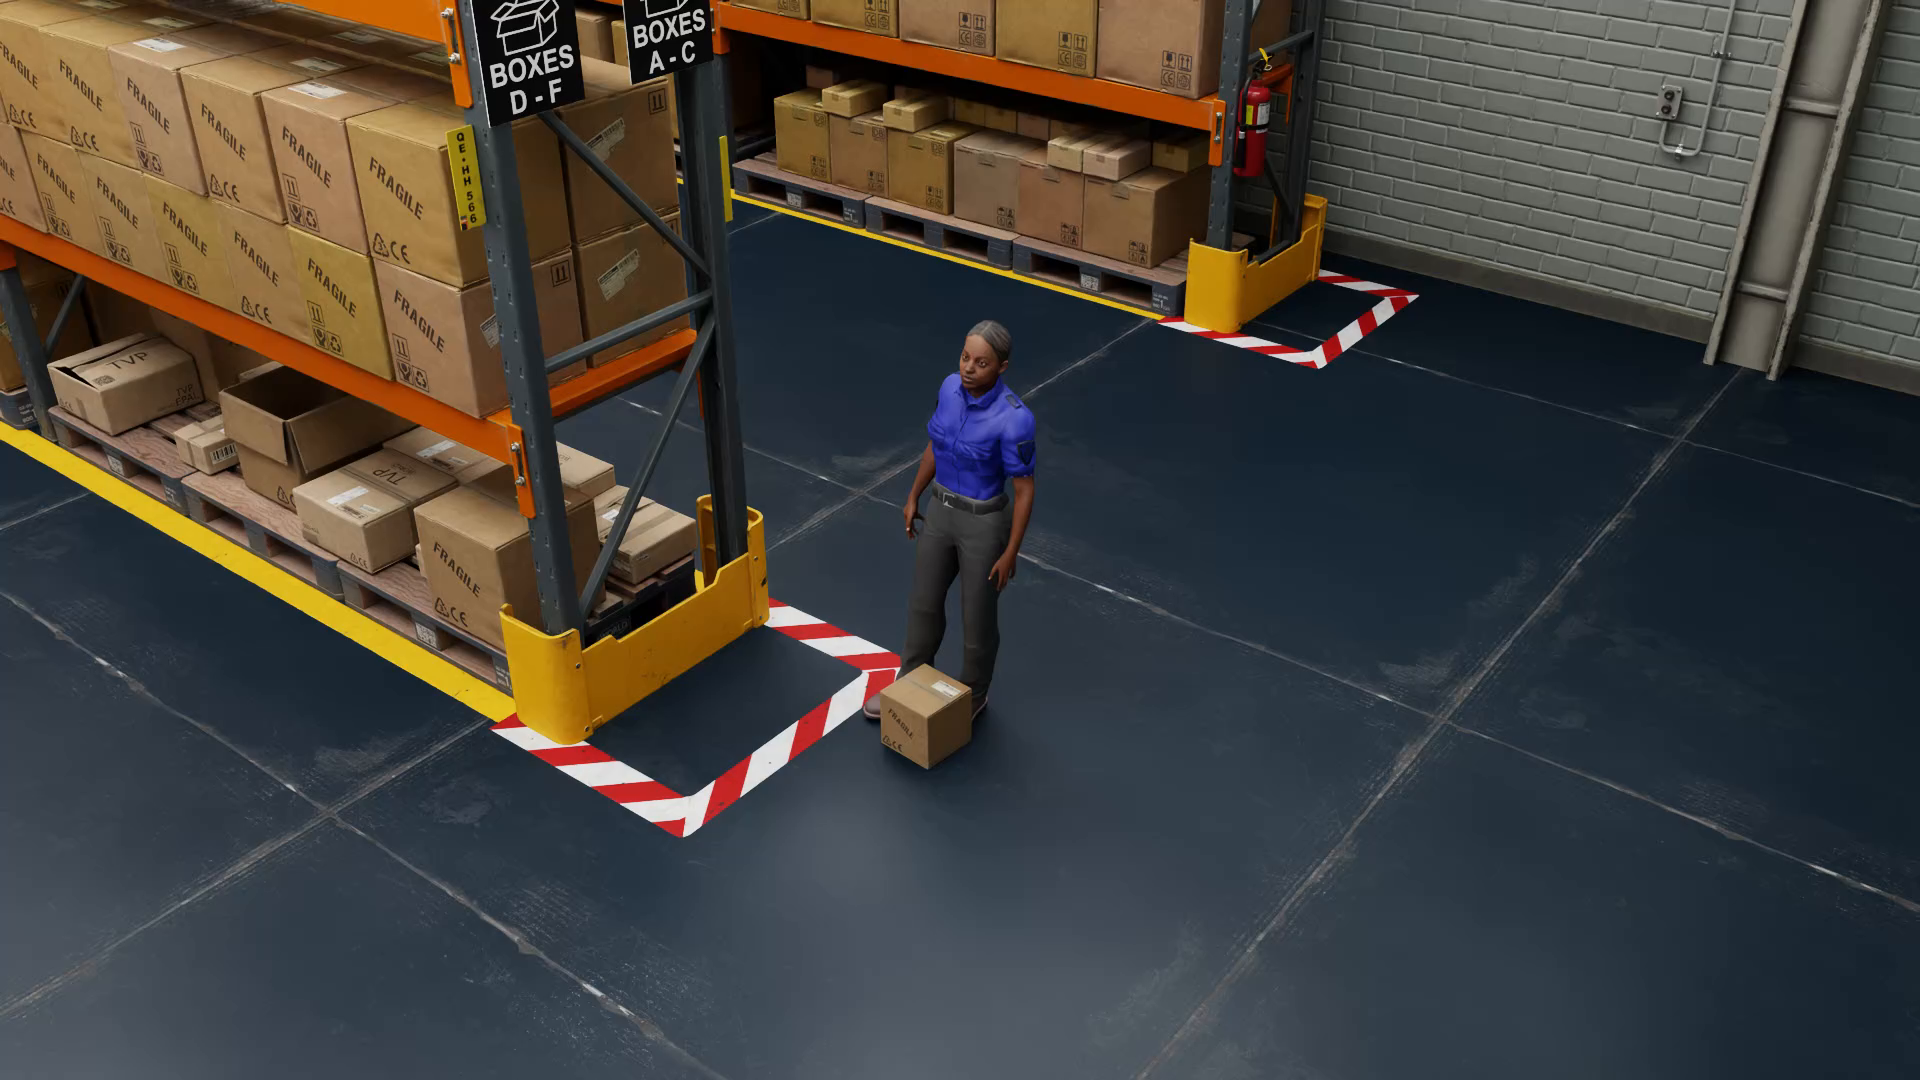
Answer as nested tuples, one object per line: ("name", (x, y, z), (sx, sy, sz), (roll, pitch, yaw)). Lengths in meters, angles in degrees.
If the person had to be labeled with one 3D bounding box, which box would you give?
("person", (-0.031, -0.018, 6.152), (0.569, 1.654, 0.504), (26, 39, 36))
